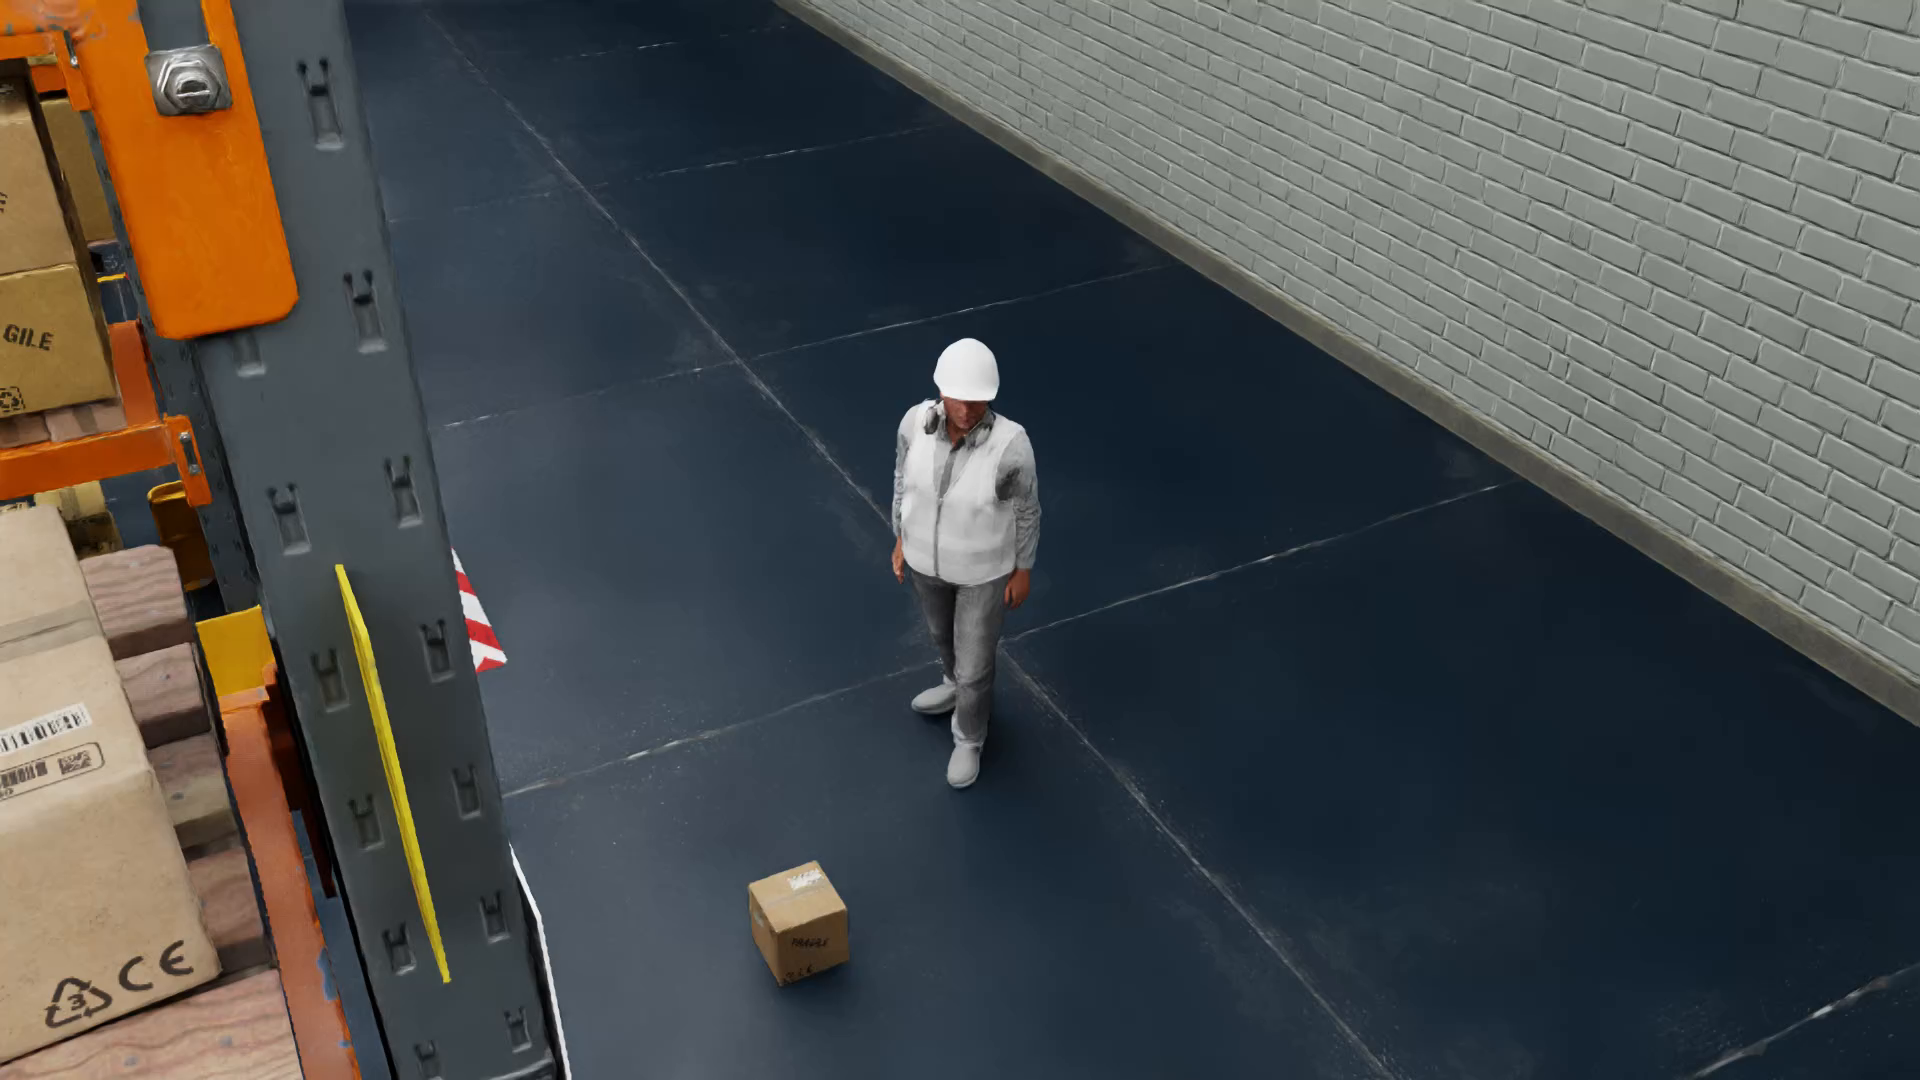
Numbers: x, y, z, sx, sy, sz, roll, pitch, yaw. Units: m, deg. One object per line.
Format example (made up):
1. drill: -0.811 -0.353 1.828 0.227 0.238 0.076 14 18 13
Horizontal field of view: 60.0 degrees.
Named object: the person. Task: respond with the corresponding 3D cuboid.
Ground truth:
1. person: 0.020 0.045 6.047 0.559 1.764 0.561 16 36 24
